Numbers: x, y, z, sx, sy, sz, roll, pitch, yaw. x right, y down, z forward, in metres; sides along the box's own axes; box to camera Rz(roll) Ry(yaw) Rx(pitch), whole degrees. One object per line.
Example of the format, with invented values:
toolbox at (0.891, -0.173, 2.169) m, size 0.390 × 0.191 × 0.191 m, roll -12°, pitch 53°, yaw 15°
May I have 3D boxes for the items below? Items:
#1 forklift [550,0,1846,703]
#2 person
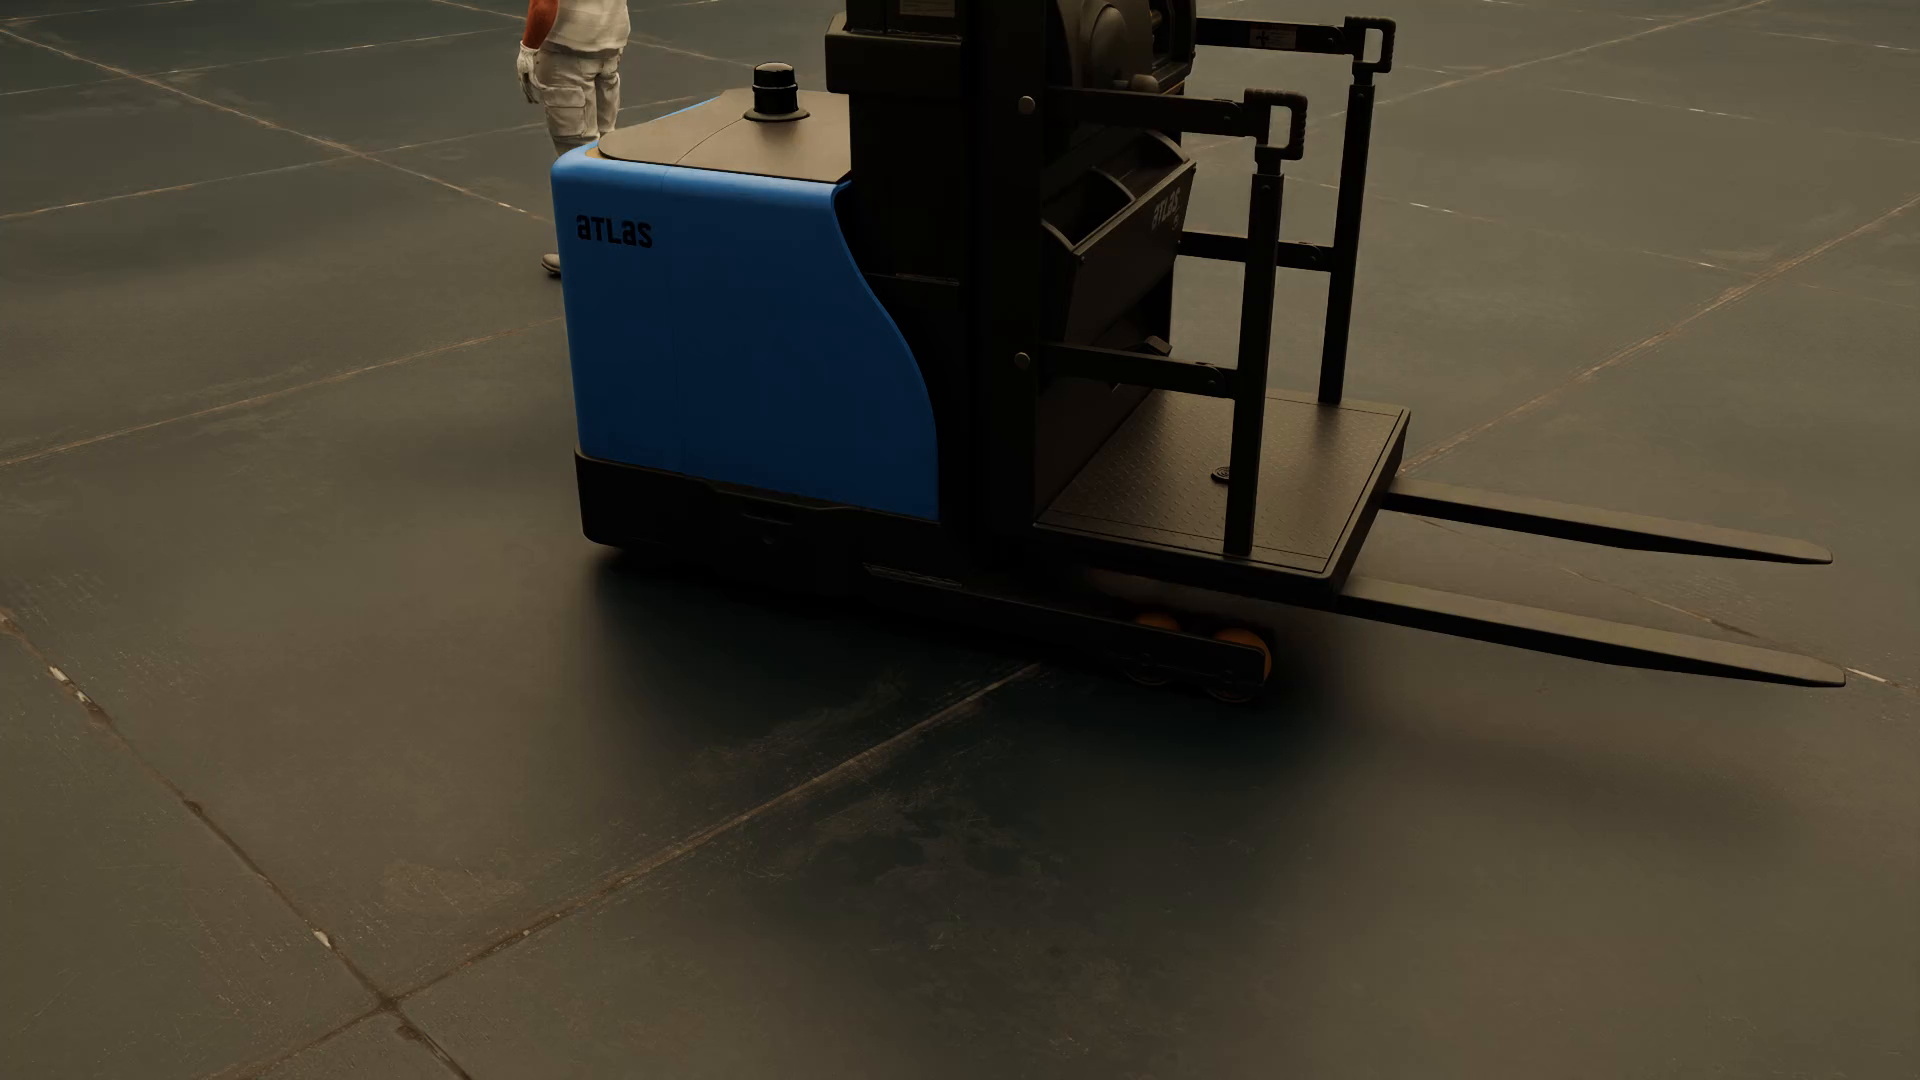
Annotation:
forklift at (0.560, -1.212, 3.684) m, size 3.031 × 2.935 × 1.130 m, roll 11°, pitch 28°, yaw 20°
person at (-1.521, -1.896, 6.361) m, size 0.564 × 1.787 × 0.637 m, roll 10°, pitch 28°, yaw 19°
